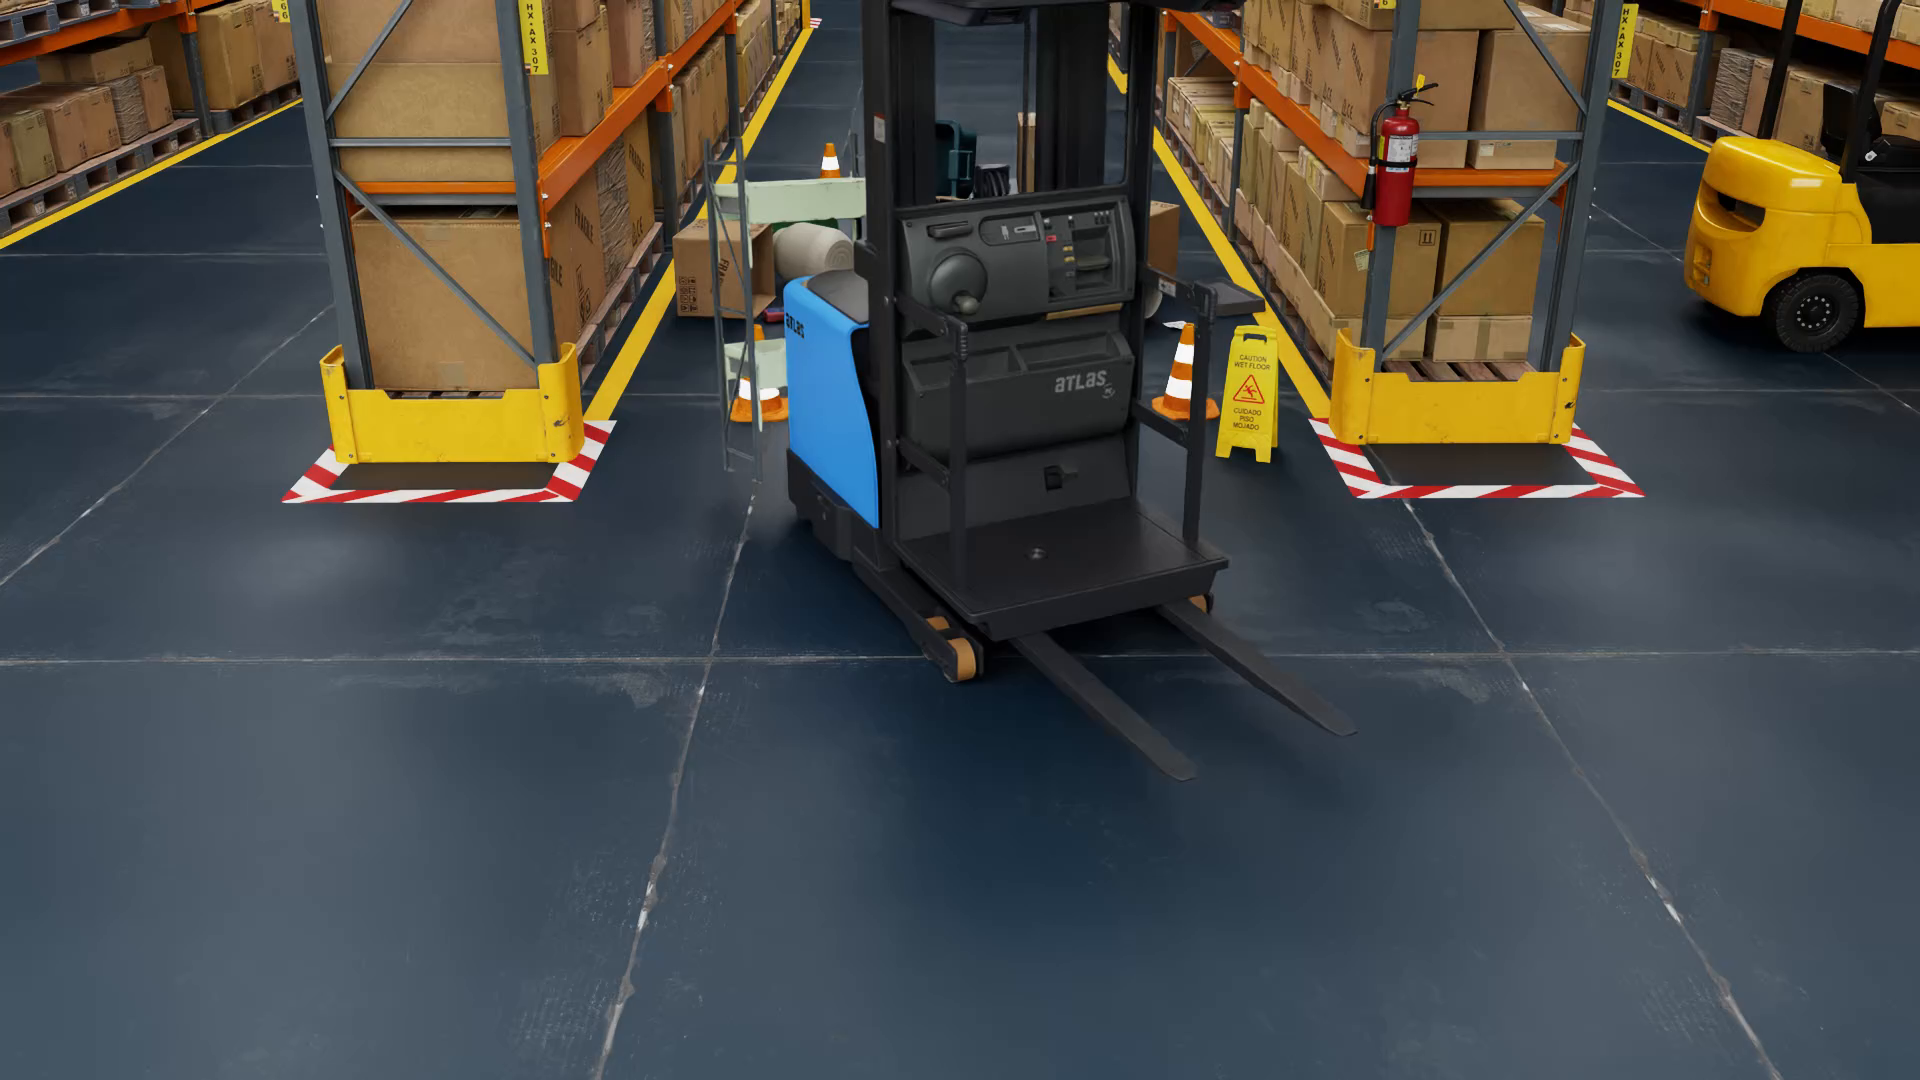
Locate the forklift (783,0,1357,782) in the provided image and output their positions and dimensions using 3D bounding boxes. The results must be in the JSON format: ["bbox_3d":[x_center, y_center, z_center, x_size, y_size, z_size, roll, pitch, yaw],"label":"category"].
[{"bbox_3d":[0.321,-1.018,5.944,1.130,2.935,3.031,-11,27,-23],"label":"forklift"}]

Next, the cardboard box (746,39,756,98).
[{"bbox_3d":[-2.313,-4.670,16.459,0.500,0.500,0.500,0,24,0],"label":"cardboard box"}]

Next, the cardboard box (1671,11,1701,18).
[{"bbox_3d":[7.638,-5.414,17.317,0.380,0.149,0.250,-1,24,-3],"label":"cardboard box"}]

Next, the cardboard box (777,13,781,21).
[{"bbox_3d":[-2.390,-6.373,20.291,0.380,0.149,0.250,1,24,2],"label":"cardboard box"}]

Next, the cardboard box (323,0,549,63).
[{"bbox_3d":[-2.430,-2.535,7.722,0.875,0.550,0.550,0,24,-1],"label":"cardboard box"}]

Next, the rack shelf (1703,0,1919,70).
[{"bbox_3d":[7.382,-4.054,13.446,1.077,0.370,4.000,0,24,-1],"label":"rack shelf"}]

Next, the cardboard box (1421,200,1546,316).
[{"bbox_3d":[2.751,-1.509,8.863,0.500,0.500,0.500,-1,24,-2],"label":"cardboard box"}]

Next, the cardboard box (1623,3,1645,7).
[{"bbox_3d":[7.166,-5.720,17.994,0.380,0.149,0.250,-1,24,-1],"label":"cardboard box"}]

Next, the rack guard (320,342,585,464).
[{"bbox_3d":[-2.464,-0.672,8.130,1.175,0.500,0.348,0,24,-1],"label":"rack guard"}]

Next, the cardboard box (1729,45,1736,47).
[{"bbox_3d":[7.650,-4.635,16.382,0.500,0.500,0.500,0,24,0],"label":"cardboard box"}]

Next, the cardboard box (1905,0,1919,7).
[{"bbox_3d":[7.143,-3.918,11.848,0.500,0.250,0.500,-1,24,-2],"label":"cardboard box"}]

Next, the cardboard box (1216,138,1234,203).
[{"bbox_3d":[2.432,-2.743,12.355,0.950,0.372,0.625,0,24,0],"label":"cardboard box"}]

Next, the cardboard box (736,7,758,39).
[{"bbox_3d":[-2.315,-5.210,16.743,0.500,0.250,0.500,0,24,0],"label":"cardboard box"}]

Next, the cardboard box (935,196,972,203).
[{"bbox_3d":[-0.085,-1.907,10.692,0.797,0.637,0.503,0,24,-1],"label":"cardboard box"}]

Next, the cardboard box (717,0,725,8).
[{"bbox_3d":[-2.274,-4.773,14.043,0.500,0.500,0.500,0,24,-1],"label":"cardboard box"}]

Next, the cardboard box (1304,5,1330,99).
[{"bbox_3d":[2.200,-2.701,9.100,0.500,0.500,0.500,0,24,-1],"label":"cardboard box"}]

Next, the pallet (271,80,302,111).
[{"bbox_3d":[-7.456,-4.693,17.371,1.003,0.211,1.213,0,24,-1],"label":"pallet"}]

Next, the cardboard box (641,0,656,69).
[{"bbox_3d":[-2.492,-3.386,10.914,0.875,0.550,0.550,0,24,-1],"label":"cardboard box"}]

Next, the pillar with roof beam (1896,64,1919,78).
[{"bbox_3d":[3.971,-7.386,12.662,9.100,9.000,0.400,0,24,-1],"label":"pillar with roof beam"}]

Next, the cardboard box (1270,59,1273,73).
[{"bbox_3d":[2.211,-3.074,10.713,0.380,0.149,0.250,0,24,-1],"label":"cardboard box"}]

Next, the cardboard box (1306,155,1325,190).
[{"bbox_3d":[2.144,-2.044,9.260,0.380,0.149,0.250,0,24,0],"label":"cardboard box"}]

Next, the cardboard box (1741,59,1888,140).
[{"bbox_3d":[7.368,-3.788,14.359,0.875,0.625,0.625,1,24,1],"label":"cardboard box"}]

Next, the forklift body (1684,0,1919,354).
[{"bbox_3d":[5.603,-2.295,9.715,2.313,2.155,1.214,0,24,-1],"label":"forklift body"}]

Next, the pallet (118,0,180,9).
[{"bbox_3d":[-7.398,-4.756,14.360,1.213,0.211,1.003,0,24,-1],"label":"pallet"}]

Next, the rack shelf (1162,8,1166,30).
[{"bbox_3d":[2.375,-5.678,17.037,1.077,0.370,4.000,0,24,-1],"label":"rack shelf"}]

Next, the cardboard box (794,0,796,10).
[{"bbox_3d":[-2.340,-7.012,21.702,0.380,0.149,0.250,-1,24,-3],"label":"cardboard box"}]

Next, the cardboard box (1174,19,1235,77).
[{"bbox_3d":[2.472,-4.690,16.048,0.875,0.875,0.875,0,24,-1],"label":"cardboard box"}]

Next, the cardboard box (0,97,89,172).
[{"bbox_3d":[-7.447,-3.231,13.252,0.700,0.500,0.500,-2,24,-5],"label":"cardboard box"}]

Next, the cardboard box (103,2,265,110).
[{"bbox_3d":[-7.499,-4.645,15.948,1.225,0.875,0.875,-1,24,-3],"label":"cardboard box"}]

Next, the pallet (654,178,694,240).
[{"bbox_3d":[-2.592,-2.517,12.558,1.003,0.211,1.213,0,24,-1],"label":"pallet"}]

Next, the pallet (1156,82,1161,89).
[{"bbox_3d":[2.453,-4.738,17.469,1.003,0.211,1.213,0,24,-1],"label":"pallet"}]

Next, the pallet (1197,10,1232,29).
[{"bbox_3d":[2.459,-4.279,13.303,1.003,0.211,1.213,0,24,-1],"label":"pallet"}]

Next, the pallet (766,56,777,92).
[{"bbox_3d":[-2.585,-5.175,18.435,1.003,0.211,1.213,0,24,-1],"label":"pallet"}]

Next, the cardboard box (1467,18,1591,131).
[{"bbox_3d":[2.756,-2.263,8.130,0.500,0.500,0.500,-1,24,-1],"label":"cardboard box"}]

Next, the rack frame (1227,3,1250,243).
[{"bbox_3d":[2.441,-3.533,11.422,1.000,3.000,0.127,0,24,-1],"label":"rack frame"}]

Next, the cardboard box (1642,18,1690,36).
[{"bbox_3d":[7.148,-5.189,16.819,0.380,0.149,0.250,-1,24,-1],"label":"cardboard box"}]

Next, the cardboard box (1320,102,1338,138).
[{"bbox_3d":[2.138,-2.239,8.866,0.380,0.149,0.250,0,24,0],"label":"cardboard box"}]

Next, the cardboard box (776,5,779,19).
[{"bbox_3d":[-2.336,-6.186,19.516,0.380,0.149,0.250,1,24,2],"label":"cardboard box"}]

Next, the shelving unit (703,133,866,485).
[{"bbox_3d":[-0.692,-1.068,7.563,0.755,1.500,0.431,-10,17,-29],"label":"shelving unit"}]

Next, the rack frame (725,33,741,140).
[{"bbox_3d":[-2.552,-5.118,14.925,1.000,3.000,0.127,0,24,-1],"label":"rack frame"}]

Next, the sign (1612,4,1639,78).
[{"bbox_3d":[3.027,-2.282,7.605,0.100,0.325,0.005,0,24,-1],"label":"sign"}]

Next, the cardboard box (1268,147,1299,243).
[{"bbox_3d":[2.199,-2.135,10.248,0.500,0.500,0.500,1,24,2],"label":"cardboard box"}]

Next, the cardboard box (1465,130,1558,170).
[{"bbox_3d":[2.687,-1.912,8.141,0.380,0.149,0.250,0,24,0],"label":"cardboard box"}]

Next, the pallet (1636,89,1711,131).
[{"bbox_3d":[7.390,-4.243,16.375,1.003,0.211,1.213,0,24,-1],"label":"pallet"}]

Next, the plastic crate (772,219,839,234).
[{"bbox_3d":[-1.196,-2.149,11.703,0.450,0.188,0.662,3,22,31],"label":"plastic crate"}]

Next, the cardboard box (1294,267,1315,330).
[{"bbox_3d":[2.209,-1.369,9.464,0.500,0.250,0.500,0,24,0],"label":"cardboard box"}]

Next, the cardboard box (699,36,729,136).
[{"bbox_3d":[-2.635,-4.033,14.747,1.050,0.750,0.750,-1,24,-1],"label":"cardboard box"}]

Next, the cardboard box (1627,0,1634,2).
[{"bbox_3d":[7.617,-5.943,18.487,0.380,0.149,0.250,0,24,-1],"label":"cardboard box"}]

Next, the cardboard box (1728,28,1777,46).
[{"bbox_3d":[7.690,-4.879,16.135,0.380,0.149,0.250,0,24,1],"label":"cardboard box"}]

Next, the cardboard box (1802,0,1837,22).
[{"bbox_3d":[7.138,-4.320,13.344,0.500,0.250,0.500,1,24,1],"label":"cardboard box"}]

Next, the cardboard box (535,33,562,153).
[{"bbox_3d":[-2.542,-2.269,8.444,0.875,0.550,0.550,0,24,-1],"label":"cardboard box"}]

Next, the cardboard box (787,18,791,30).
[{"bbox_3d":[-2.340,-6.557,21.057,0.380,0.149,0.250,0,24,0],"label":"cardboard box"}]

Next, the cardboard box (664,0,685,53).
[{"bbox_3d":[-2.245,-3.733,11.742,0.500,0.500,0.500,0,24,0],"label":"cardboard box"}]

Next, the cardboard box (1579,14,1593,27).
[{"bbox_3d":[7.113,-5.486,18.264,0.500,0.500,0.500,-1,24,-1],"label":"cardboard box"}]
